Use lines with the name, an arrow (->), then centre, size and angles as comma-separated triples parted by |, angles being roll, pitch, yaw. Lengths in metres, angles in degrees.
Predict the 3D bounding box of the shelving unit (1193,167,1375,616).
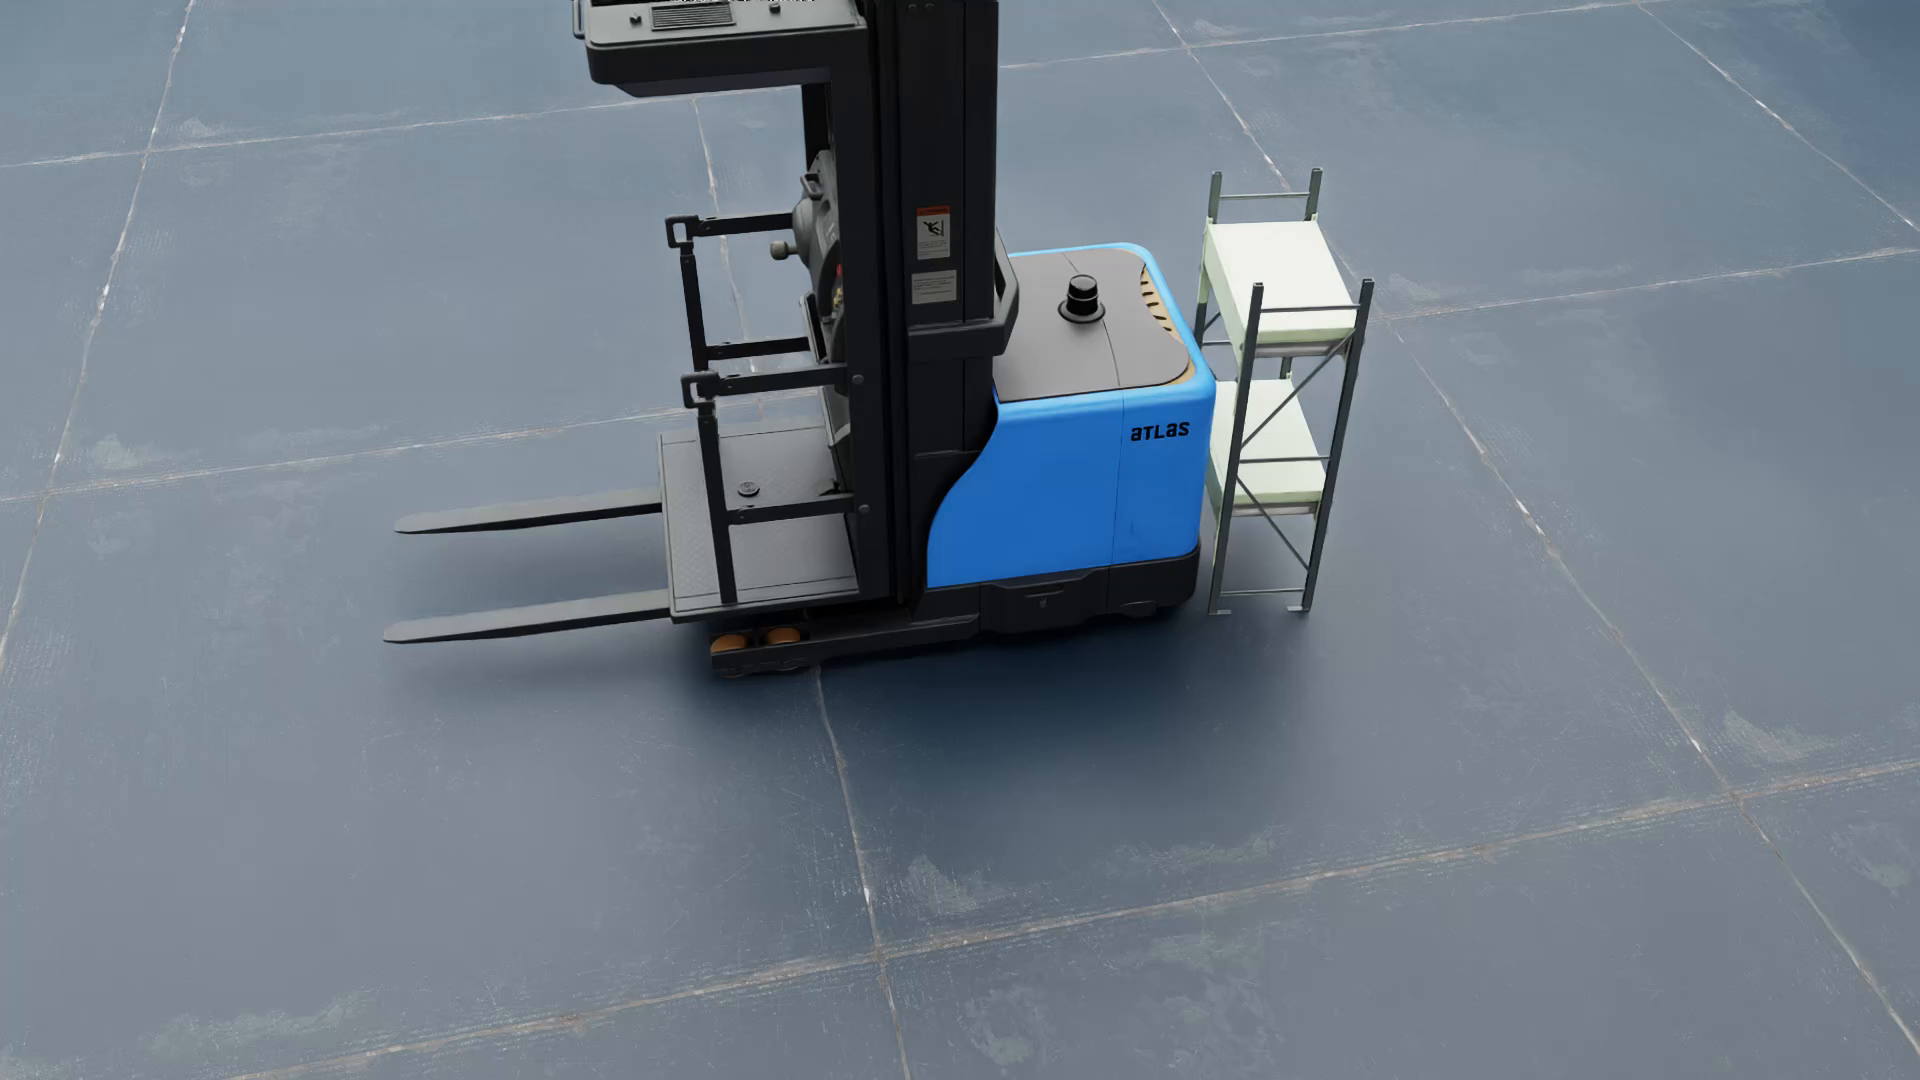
shelving unit -> 1.133, -0.526, 6.213 | 0.431, 1.500, 0.755 | -3, 42, -3

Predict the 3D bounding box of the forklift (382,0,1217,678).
forklift -> -0.657, -0.966, 5.630 | 3.031, 2.935, 1.130 | -7, 42, -8

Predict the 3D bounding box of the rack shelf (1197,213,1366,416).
rack shelf -> 1.133, -0.818, 5.954 | 0.431, 0.370, 0.720 | -3, 42, -3

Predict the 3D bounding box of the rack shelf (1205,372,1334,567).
rack shelf -> 1.132, -0.282, 6.429 | 0.431, 0.370, 0.720 | -3, 42, -3

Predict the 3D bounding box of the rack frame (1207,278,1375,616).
rack frame -> 1.158, -0.284, 5.940 | 0.400, 1.500, 0.023 | -3, 42, -3

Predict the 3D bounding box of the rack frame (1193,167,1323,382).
rack frame -> 1.107, -0.768, 6.486 | 0.400, 1.500, 0.023 | -3, 42, -3
